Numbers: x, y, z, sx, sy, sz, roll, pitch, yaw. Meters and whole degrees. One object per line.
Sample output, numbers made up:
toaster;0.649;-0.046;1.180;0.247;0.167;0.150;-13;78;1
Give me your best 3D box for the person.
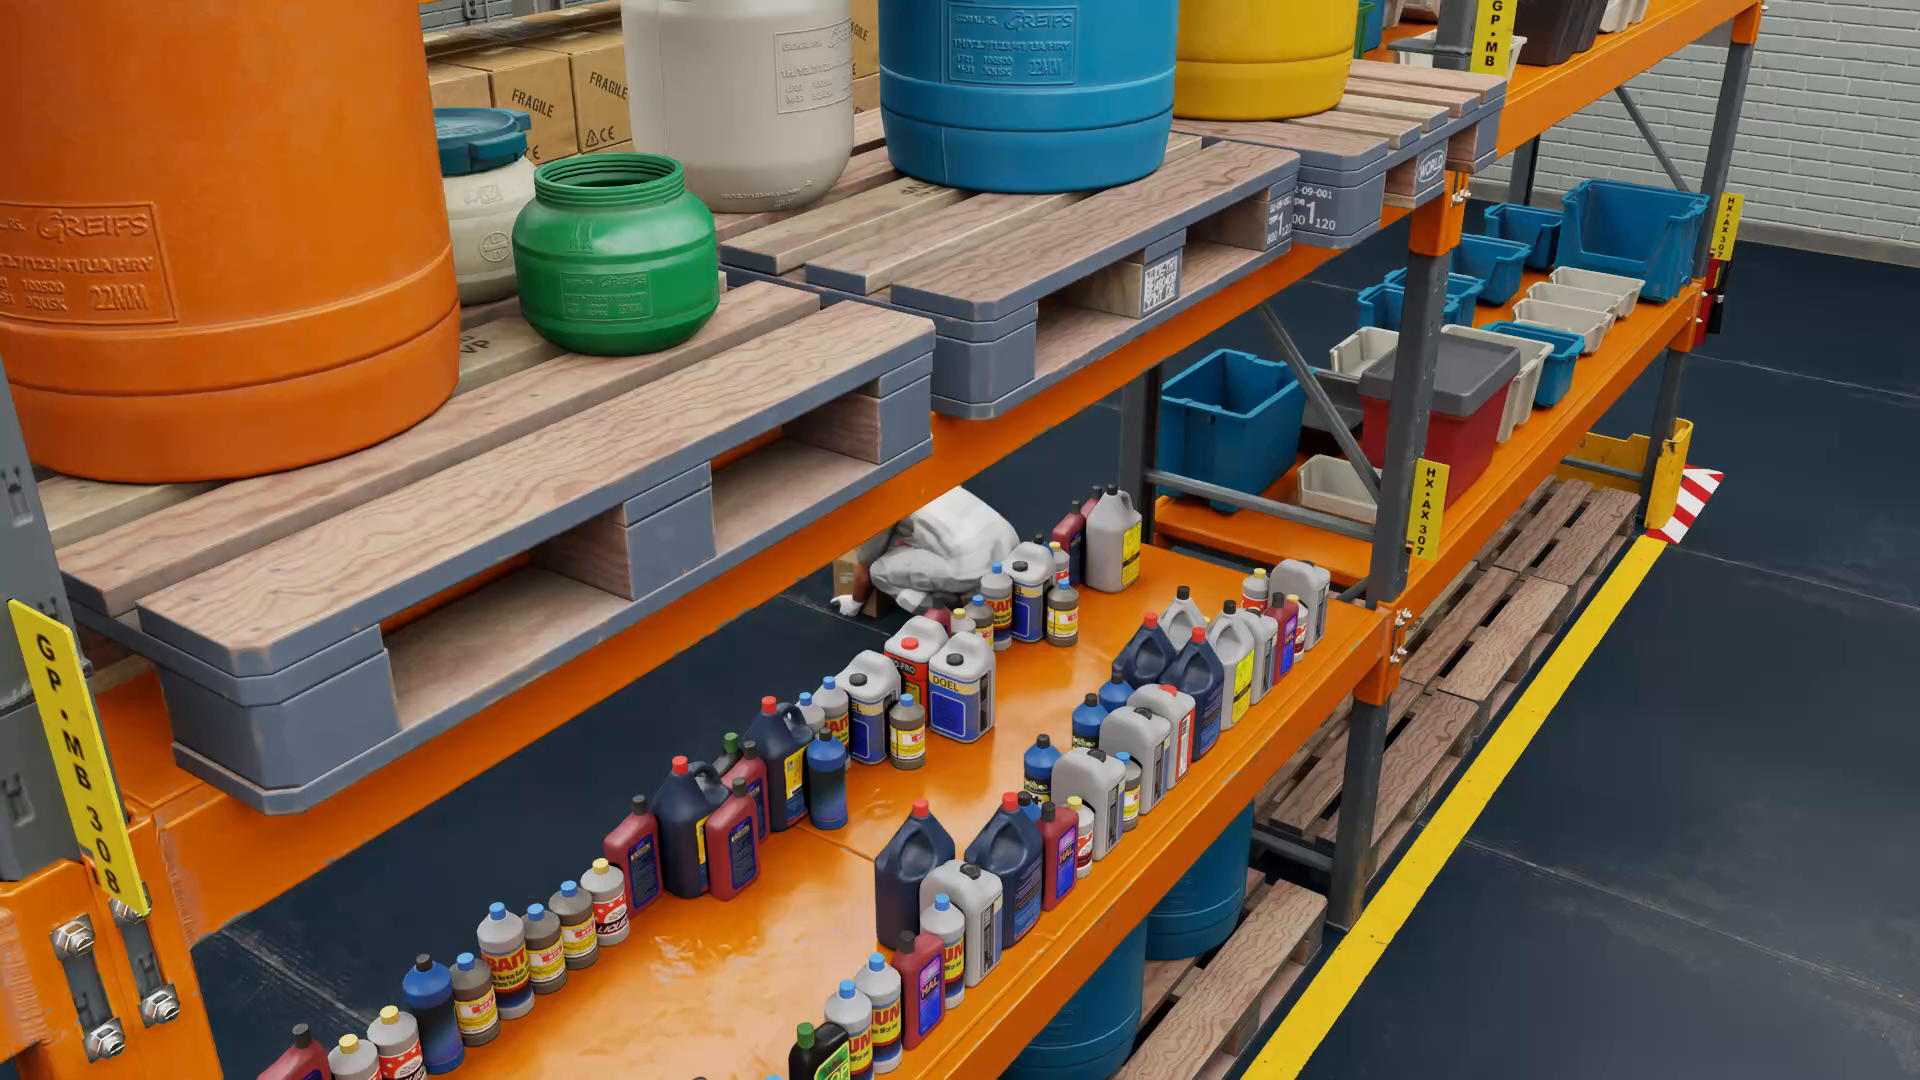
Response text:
person;-0.180;0.061;7.683;0.920;0.869;0.546;17;31;30
